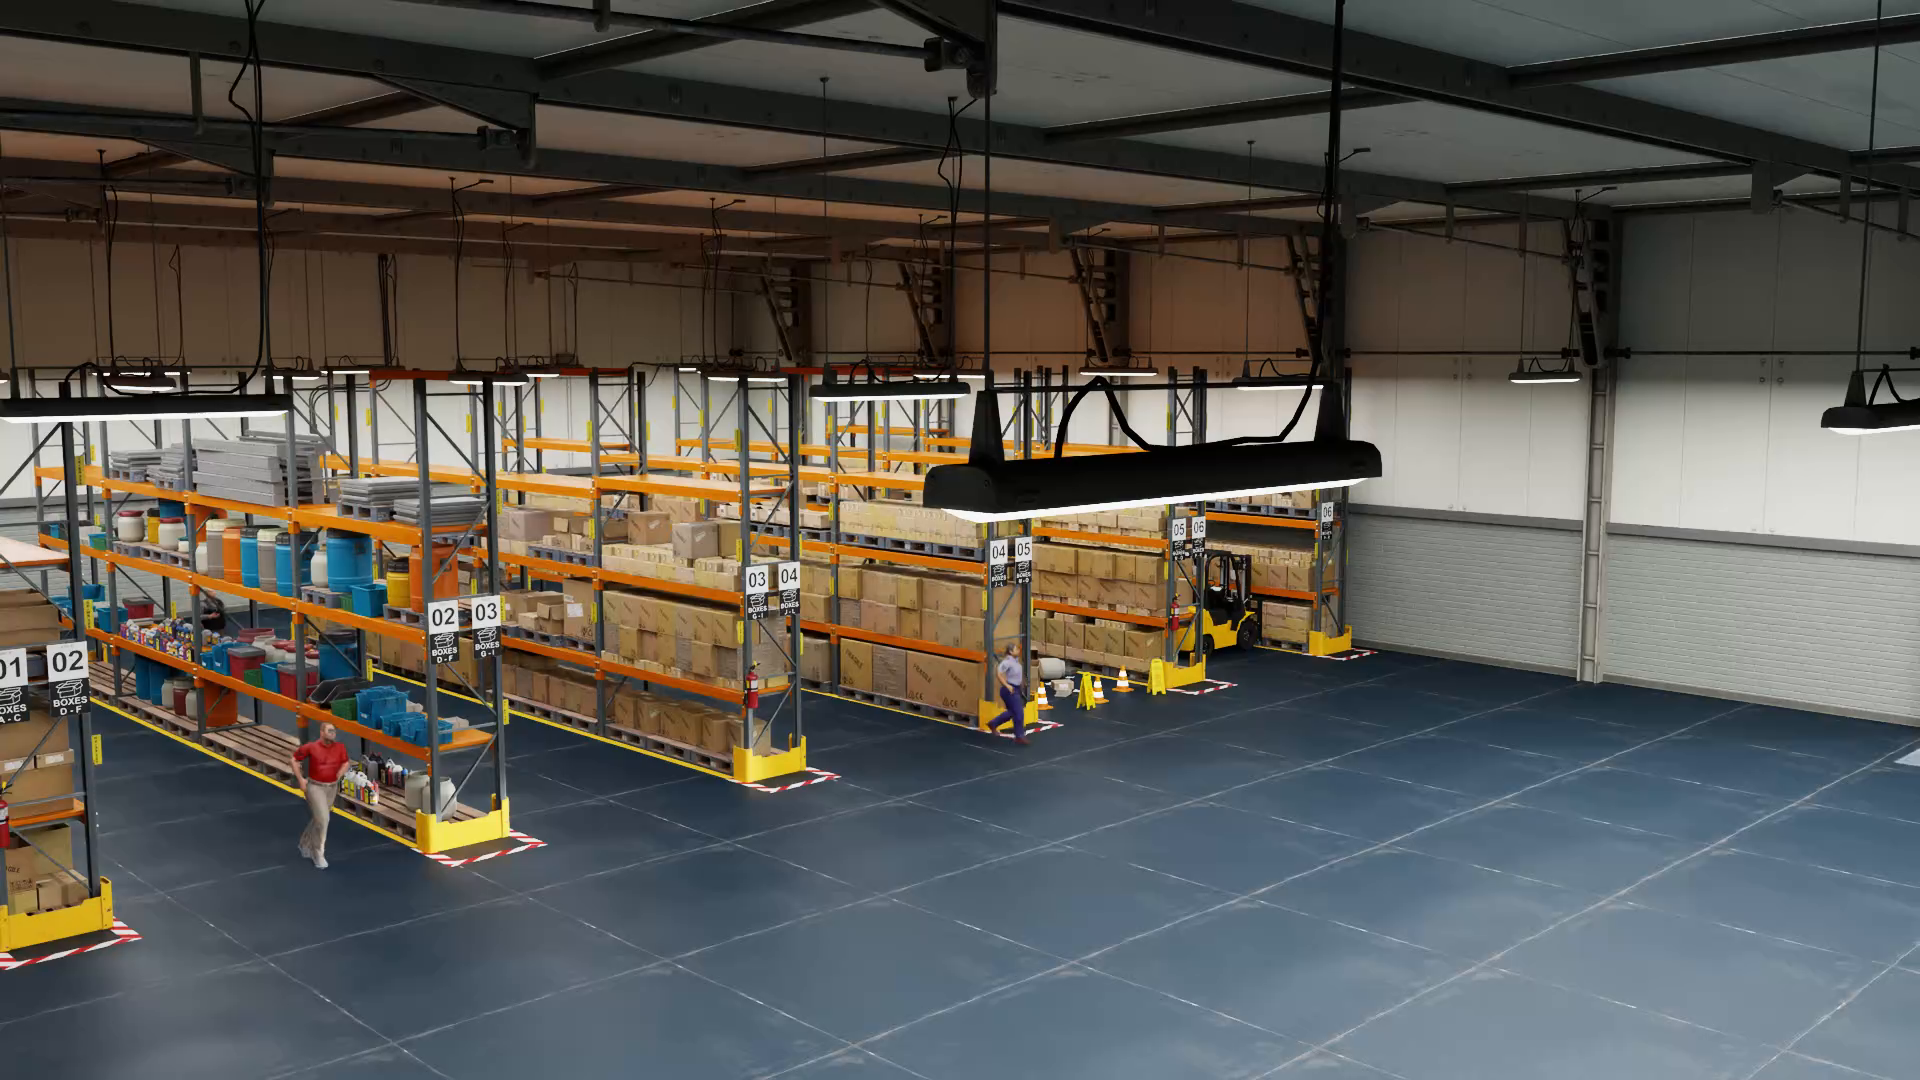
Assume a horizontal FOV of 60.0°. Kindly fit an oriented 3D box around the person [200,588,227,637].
[{"bbox_3d":[-14.652,1.792,32.636,0.756,1.763,0.651,5,8,40],"label":"person"}]

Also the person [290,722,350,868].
[{"bbox_3d":[-7.959,3.162,20.801,0.718,1.775,0.643,4,8,32],"label":"person"}]

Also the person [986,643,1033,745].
[{"bbox_3d":[0.801,2.478,27.002,0.807,1.634,0.633,2,7,14],"label":"person"}]
